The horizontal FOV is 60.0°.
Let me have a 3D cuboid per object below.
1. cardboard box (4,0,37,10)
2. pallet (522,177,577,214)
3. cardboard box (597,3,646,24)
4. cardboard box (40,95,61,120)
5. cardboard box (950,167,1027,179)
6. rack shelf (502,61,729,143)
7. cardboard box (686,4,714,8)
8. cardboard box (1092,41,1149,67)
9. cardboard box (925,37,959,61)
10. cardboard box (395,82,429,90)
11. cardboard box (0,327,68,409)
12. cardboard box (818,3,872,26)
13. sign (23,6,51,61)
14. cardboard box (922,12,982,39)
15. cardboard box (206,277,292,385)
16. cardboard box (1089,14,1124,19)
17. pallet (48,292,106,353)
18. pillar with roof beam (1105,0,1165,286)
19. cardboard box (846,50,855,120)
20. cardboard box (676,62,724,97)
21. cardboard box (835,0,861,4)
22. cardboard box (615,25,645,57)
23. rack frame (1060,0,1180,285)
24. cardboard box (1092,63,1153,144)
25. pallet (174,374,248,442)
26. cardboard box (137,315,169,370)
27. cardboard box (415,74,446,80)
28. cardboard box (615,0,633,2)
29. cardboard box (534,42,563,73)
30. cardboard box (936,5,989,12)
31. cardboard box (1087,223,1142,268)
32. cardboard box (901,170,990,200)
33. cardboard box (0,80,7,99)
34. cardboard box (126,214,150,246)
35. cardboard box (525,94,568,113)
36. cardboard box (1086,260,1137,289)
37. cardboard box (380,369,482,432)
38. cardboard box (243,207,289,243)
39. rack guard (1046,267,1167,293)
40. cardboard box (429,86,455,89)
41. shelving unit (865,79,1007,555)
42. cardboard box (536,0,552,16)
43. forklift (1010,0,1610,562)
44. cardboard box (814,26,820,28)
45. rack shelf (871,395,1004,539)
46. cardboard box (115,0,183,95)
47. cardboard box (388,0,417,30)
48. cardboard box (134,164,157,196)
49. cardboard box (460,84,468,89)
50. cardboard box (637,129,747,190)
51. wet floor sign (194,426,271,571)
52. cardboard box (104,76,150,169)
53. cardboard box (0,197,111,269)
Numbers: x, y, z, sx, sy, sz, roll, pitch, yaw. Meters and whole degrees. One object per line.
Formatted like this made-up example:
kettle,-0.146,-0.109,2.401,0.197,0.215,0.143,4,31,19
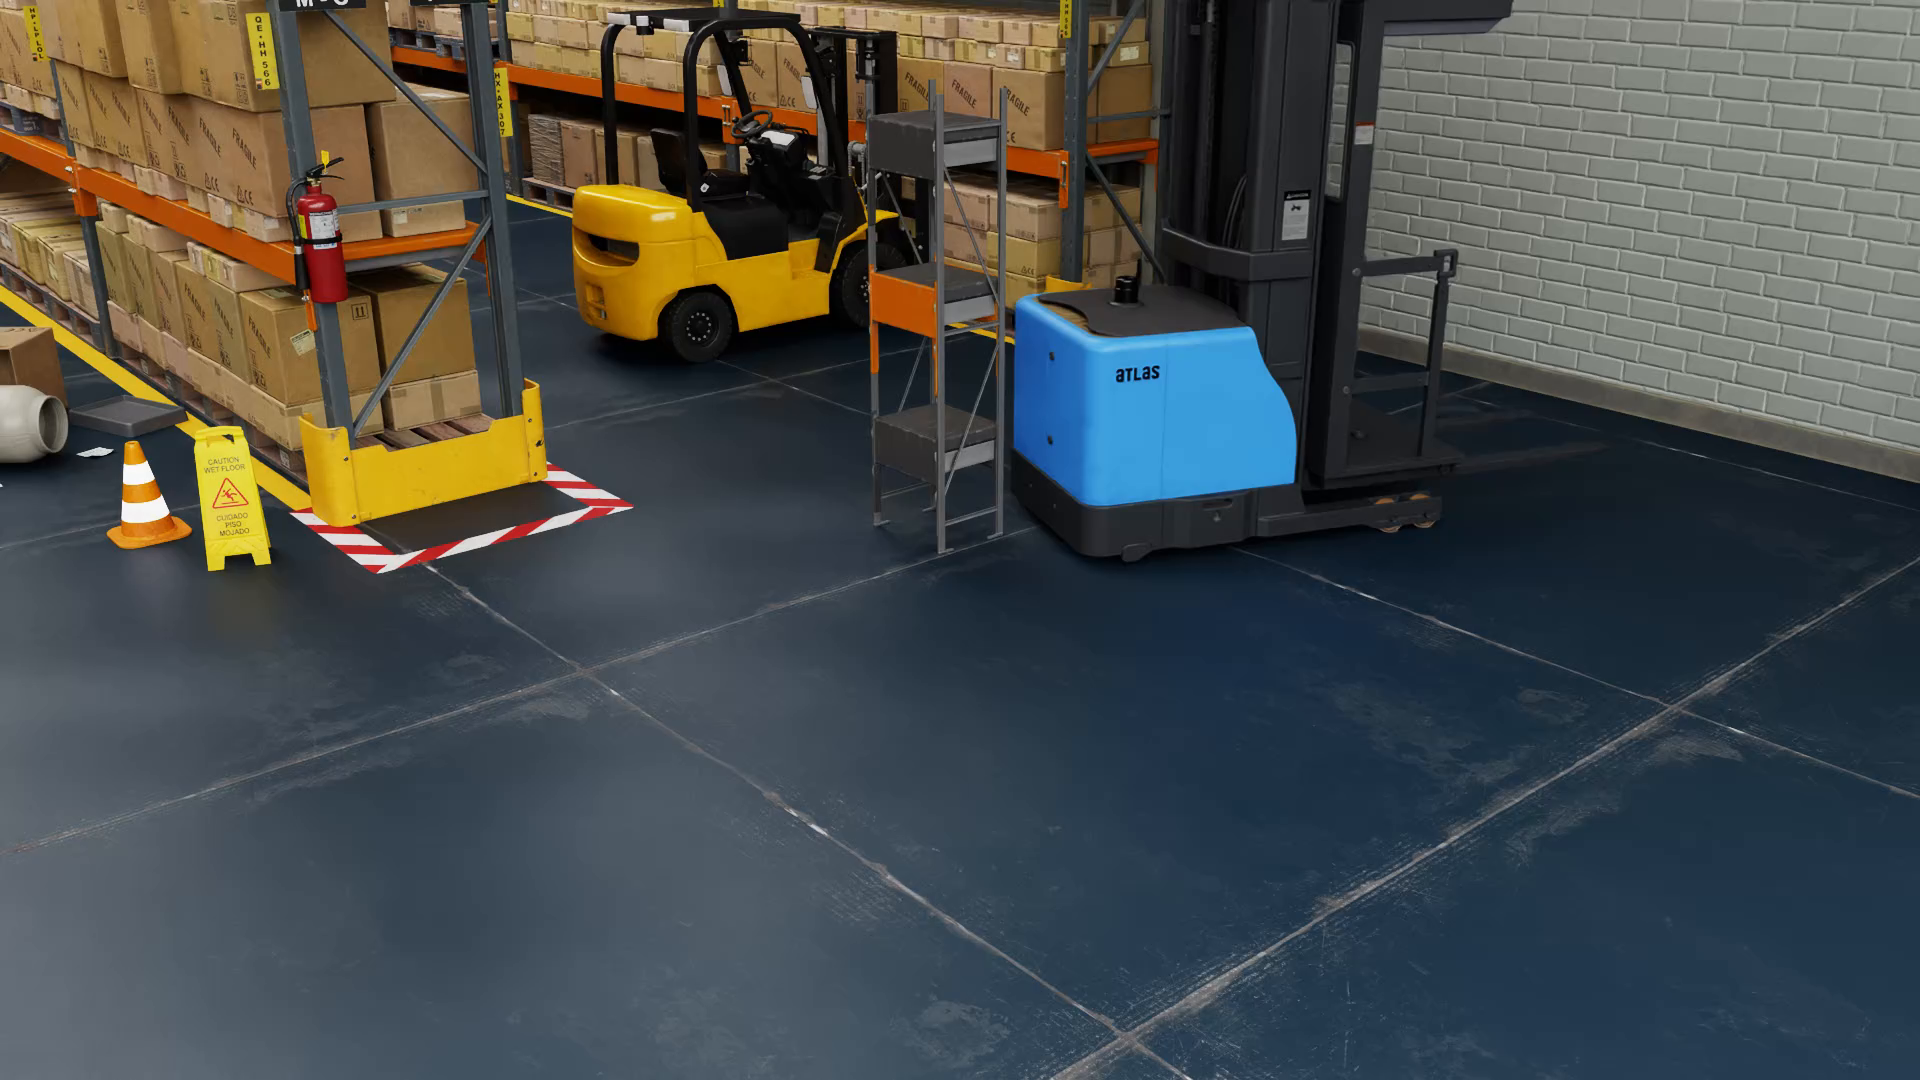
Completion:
cardboard box,-6.213,-3.664,11.216,0.380,0.149,0.250,-18,28,-39
pallet,-3.626,-3.473,16.562,1.003,0.211,1.213,-17,27,-37
cardboard box,-3.002,-4.694,14.829,0.380,0.149,0.250,-18,28,-39
cardboard box,-5.826,-2.876,10.981,0.380,0.149,0.250,-17,27,-37
cardboard box,0.270,-2.635,12.421,0.500,0.250,0.500,-18,27,-38
rack shelf,-2.829,-4.121,15.379,1.077,0.370,4.000,-17,27,-37
cardboard box,-2.213,-4.696,14.835,0.380,0.149,0.250,-17,27,-37
cardboard box,1.063,-3.302,11.275,0.380,0.149,0.250,-18,28,-39
cardboard box,-0.026,-3.459,11.677,0.380,0.149,0.250,-19,28,-39
cardboard box,-3.110,-2.140,8.789,0.500,0.500,0.500,-16,27,-36
cardboard box,-5.612,-0.938,9.690,0.500,0.500,0.500,0,21,-1
cardboard box,-0.847,-3.952,12.526,0.380,0.149,0.250,-18,28,-38
sign,-5.699,-3.127,10.266,0.100,0.325,0.005,-17,27,-37
cardboard box,-0.042,-3.593,11.609,0.380,0.149,0.250,-17,27,-36
cardboard box,-3.734,-1.182,9.056,0.500,0.500,0.500,-16,27,-36
cardboard box,0.904,-3.517,11.417,0.380,0.149,0.250,-16,27,-36
pallet,-5.790,-1.637,11.874,1.003,0.211,1.213,-17,27,-37
pillar with roof beam,-1.945,-4.974,8.343,9.100,9.000,0.400,-17,27,-37
cardboard box,-0.747,-3.485,12.633,0.500,0.500,0.500,-18,28,-38
cardboard box,-2.050,-3.910,14.060,0.500,0.250,0.500,-17,27,-36
cardboard box,-0.770,-4.225,13.223,0.380,0.149,0.250,-18,28,-38
cardboard box,-2.708,-4.424,14.686,0.500,0.250,0.500,-17,27,-36
rack frame,1.088,-2.798,11.015,1.000,3.000,0.127,-17,27,-37
cardboard box,0.975,-3.048,11.515,0.500,0.500,0.500,-16,27,-36
pallet,-4.015,-0.908,10.012,1.003,0.211,1.213,-17,27,-37
cardboard box,-4.743,-1.264,10.292,0.500,0.250,0.500,-16,26,-34
cardboard box,-6.286,-5.414,19.656,0.380,0.149,0.250,-19,28,-39
cardboard box,-3.065,-5.042,15.716,0.380,0.149,0.250,-18,27,-38
cardboard box,-3.705,-4.618,15.866,0.500,0.250,0.500,-18,28,-39
cardboard box,0.043,-3.863,12.299,0.380,0.149,0.250,-17,27,-37
cardboard box,0.938,-2.125,11.807,0.500,0.250,0.500,-17,27,-36
cardboard box,-0.124,-2.509,12.099,0.500,0.250,0.500,-17,27,-37
cardboard box,-6.802,-3.312,12.096,0.380,0.149,0.250,-16,27,-36
cardboard box,-4.727,-1.869,9.921,0.380,0.149,0.250,-16,27,-35
cardboard box,-4.391,-4.640,17.680,0.380,0.149,0.250,-16,27,-36
cardboard box,0.916,-1.896,11.905,0.500,0.250,0.500,-17,27,-37
cardboard box,-2.987,-0.819,9.157,0.500,0.250,0.500,-18,28,-38
cardboard box,-3.326,-1.594,8.286,0.380,0.149,0.250,-18,28,-38
rack guard,1.104,-1.628,11.454,1.175,0.500,0.348,-17,27,-37
cardboard box,-5.813,-4.939,18.443,0.380,0.149,0.250,-16,27,-36
shelving unit,-0.108,-1.023,7.718,0.431,2.100,0.503,-17,27,-37
cardboard box,-3.787,-5.060,15.765,0.380,0.149,0.250,-17,27,-36
forklift,1.828,-1.572,7.980,3.031,2.935,1.130,-7,23,-18
cardboard box,-0.878,-3.806,12.562,0.380,0.149,0.250,-18,28,-38
rack shelf,-0.108,-0.359,7.978,0.431,0.518,0.480,-17,27,-37
cardboard box,-3.904,-2.613,8.627,0.700,0.500,0.500,-18,28,-38
cardboard box,-5.748,-5.809,17.989,0.700,0.500,0.500,-18,27,-38
cardboard box,-4.490,-2.085,9.538,0.380,0.149,0.250,-17,27,-37
cardboard box,-5.409,-5.067,18.769,0.380,0.149,0.250,-17,27,-37
cardboard box,-2.373,-3.351,15.106,0.875,0.625,0.625,-18,28,-38
wet floor sign,-3.357,-0.212,7.640,0.267,0.644,0.232,-8,23,-19
cardboard box,-4.542,-2.443,9.563,0.500,0.500,0.500,-18,28,-38
cardboard box,-7.043,-2.437,13.121,0.950,0.372,0.625,-18,28,-38
